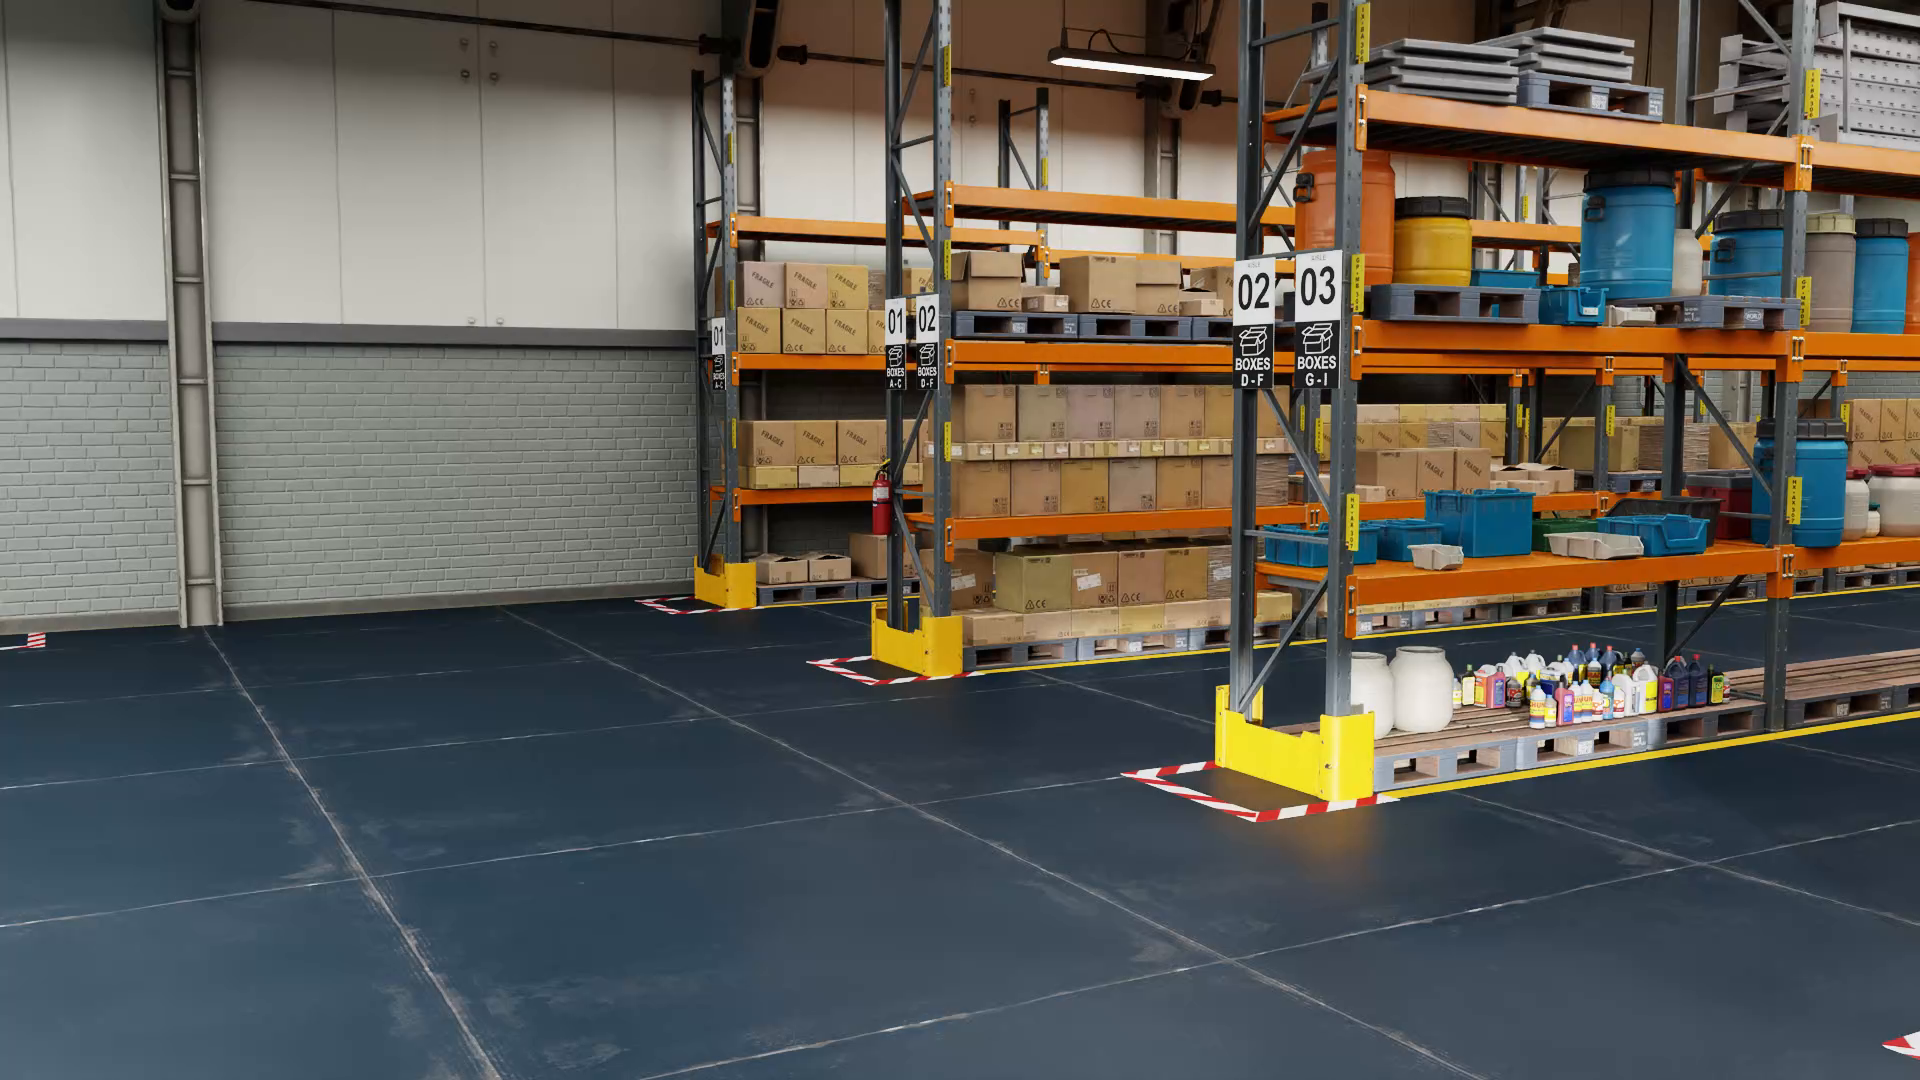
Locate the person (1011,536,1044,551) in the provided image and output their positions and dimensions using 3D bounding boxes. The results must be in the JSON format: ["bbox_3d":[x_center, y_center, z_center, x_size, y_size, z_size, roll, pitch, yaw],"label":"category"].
[{"bbox_3d":[0.756,-0.018,17.727,0.434,1.667,0.548,-3,6,-28],"label":"person"}]
